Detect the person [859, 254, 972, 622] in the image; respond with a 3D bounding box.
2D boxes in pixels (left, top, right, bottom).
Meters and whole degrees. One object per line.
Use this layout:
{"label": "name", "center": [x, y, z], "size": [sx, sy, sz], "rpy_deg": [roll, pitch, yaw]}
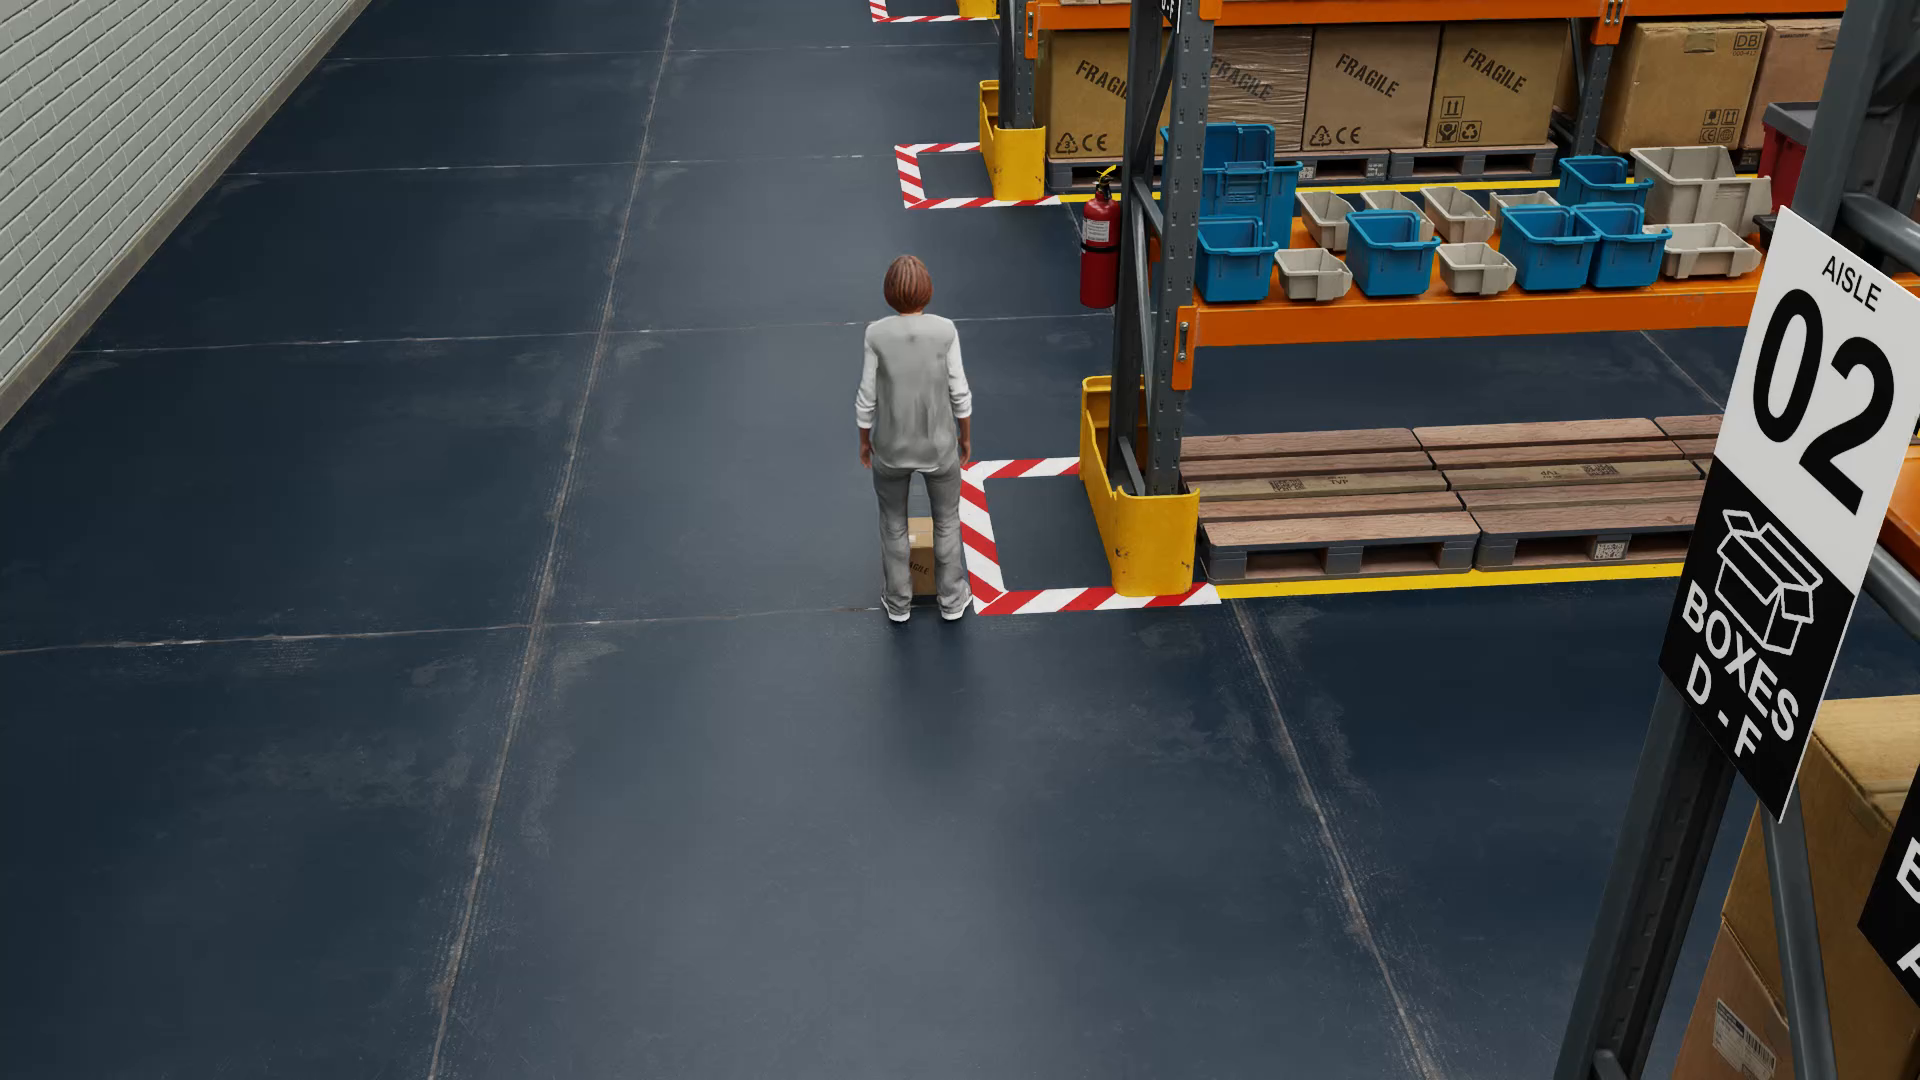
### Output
{"label": "person", "center": [-0.177, -0.383, 6.769], "size": [0.462, 1.593, 0.322], "rpy_deg": [-1, 32, -2]}
